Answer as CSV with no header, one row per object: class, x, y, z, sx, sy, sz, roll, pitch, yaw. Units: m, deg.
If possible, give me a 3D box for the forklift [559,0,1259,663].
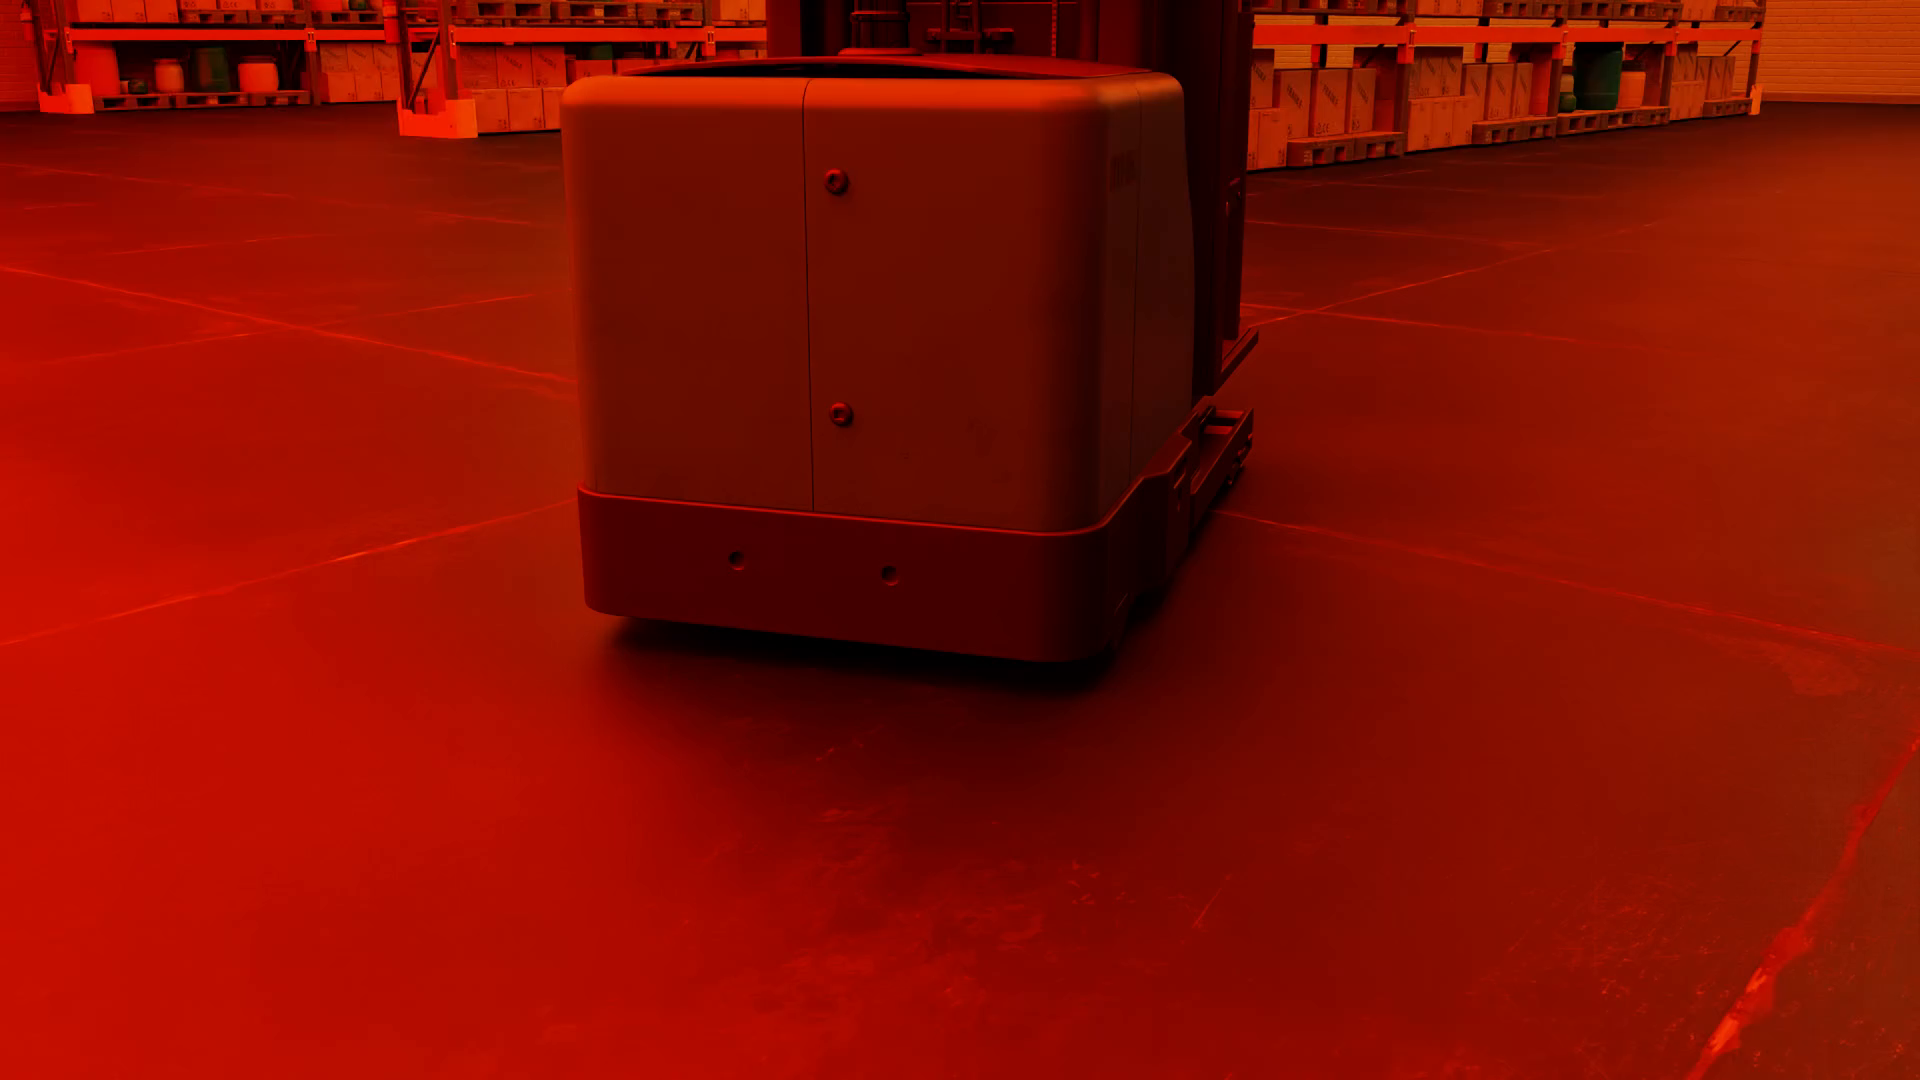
forklift,0.182,-1.571,4.072,1.130,2.935,3.031,5,18,17
